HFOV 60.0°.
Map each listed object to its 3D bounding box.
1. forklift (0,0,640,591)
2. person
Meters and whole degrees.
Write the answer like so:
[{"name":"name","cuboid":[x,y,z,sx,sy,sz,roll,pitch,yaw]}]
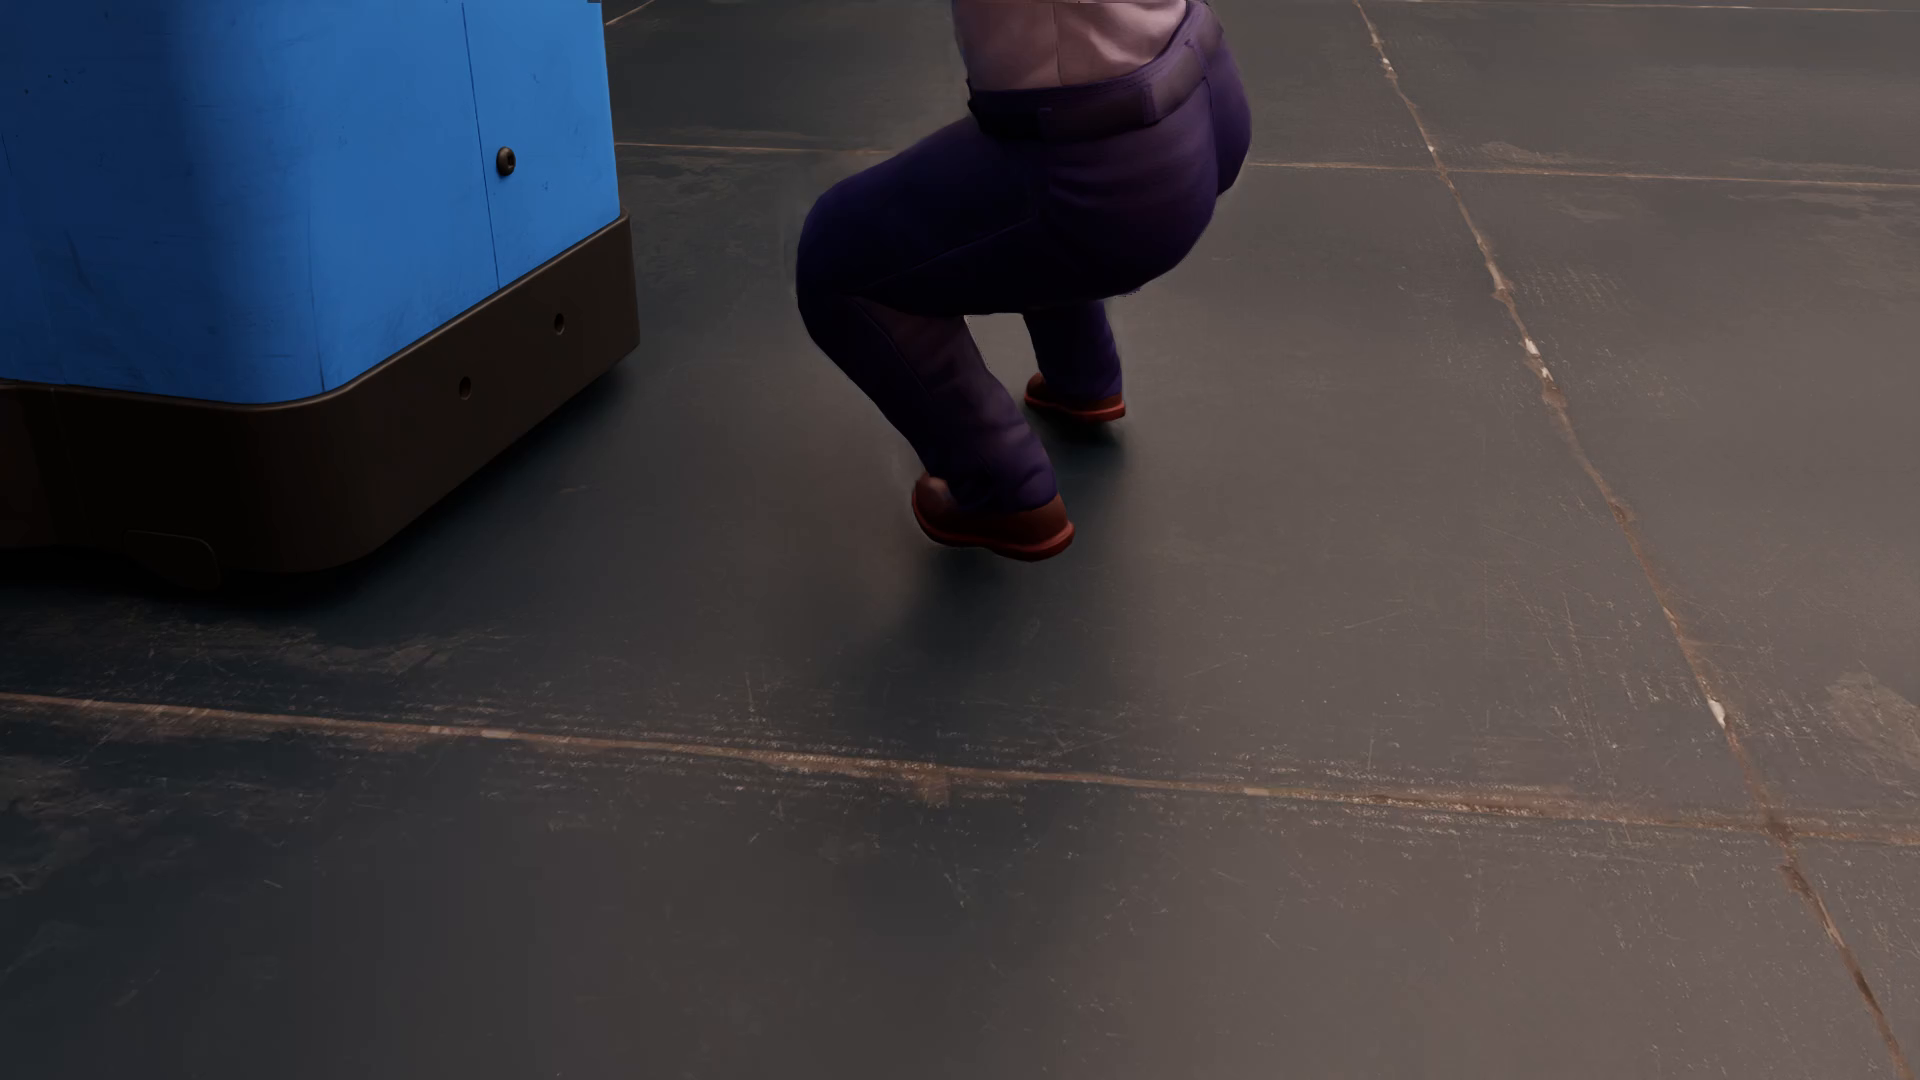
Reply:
[{"name":"forklift","cuboid":[-2.165,-1.590,2.404,3.031,2.935,1.130,7,27,13]},{"name":"person","cuboid":[-0.034,-0.559,2.101,0.760,1.378,1.529,10,28,19]}]
